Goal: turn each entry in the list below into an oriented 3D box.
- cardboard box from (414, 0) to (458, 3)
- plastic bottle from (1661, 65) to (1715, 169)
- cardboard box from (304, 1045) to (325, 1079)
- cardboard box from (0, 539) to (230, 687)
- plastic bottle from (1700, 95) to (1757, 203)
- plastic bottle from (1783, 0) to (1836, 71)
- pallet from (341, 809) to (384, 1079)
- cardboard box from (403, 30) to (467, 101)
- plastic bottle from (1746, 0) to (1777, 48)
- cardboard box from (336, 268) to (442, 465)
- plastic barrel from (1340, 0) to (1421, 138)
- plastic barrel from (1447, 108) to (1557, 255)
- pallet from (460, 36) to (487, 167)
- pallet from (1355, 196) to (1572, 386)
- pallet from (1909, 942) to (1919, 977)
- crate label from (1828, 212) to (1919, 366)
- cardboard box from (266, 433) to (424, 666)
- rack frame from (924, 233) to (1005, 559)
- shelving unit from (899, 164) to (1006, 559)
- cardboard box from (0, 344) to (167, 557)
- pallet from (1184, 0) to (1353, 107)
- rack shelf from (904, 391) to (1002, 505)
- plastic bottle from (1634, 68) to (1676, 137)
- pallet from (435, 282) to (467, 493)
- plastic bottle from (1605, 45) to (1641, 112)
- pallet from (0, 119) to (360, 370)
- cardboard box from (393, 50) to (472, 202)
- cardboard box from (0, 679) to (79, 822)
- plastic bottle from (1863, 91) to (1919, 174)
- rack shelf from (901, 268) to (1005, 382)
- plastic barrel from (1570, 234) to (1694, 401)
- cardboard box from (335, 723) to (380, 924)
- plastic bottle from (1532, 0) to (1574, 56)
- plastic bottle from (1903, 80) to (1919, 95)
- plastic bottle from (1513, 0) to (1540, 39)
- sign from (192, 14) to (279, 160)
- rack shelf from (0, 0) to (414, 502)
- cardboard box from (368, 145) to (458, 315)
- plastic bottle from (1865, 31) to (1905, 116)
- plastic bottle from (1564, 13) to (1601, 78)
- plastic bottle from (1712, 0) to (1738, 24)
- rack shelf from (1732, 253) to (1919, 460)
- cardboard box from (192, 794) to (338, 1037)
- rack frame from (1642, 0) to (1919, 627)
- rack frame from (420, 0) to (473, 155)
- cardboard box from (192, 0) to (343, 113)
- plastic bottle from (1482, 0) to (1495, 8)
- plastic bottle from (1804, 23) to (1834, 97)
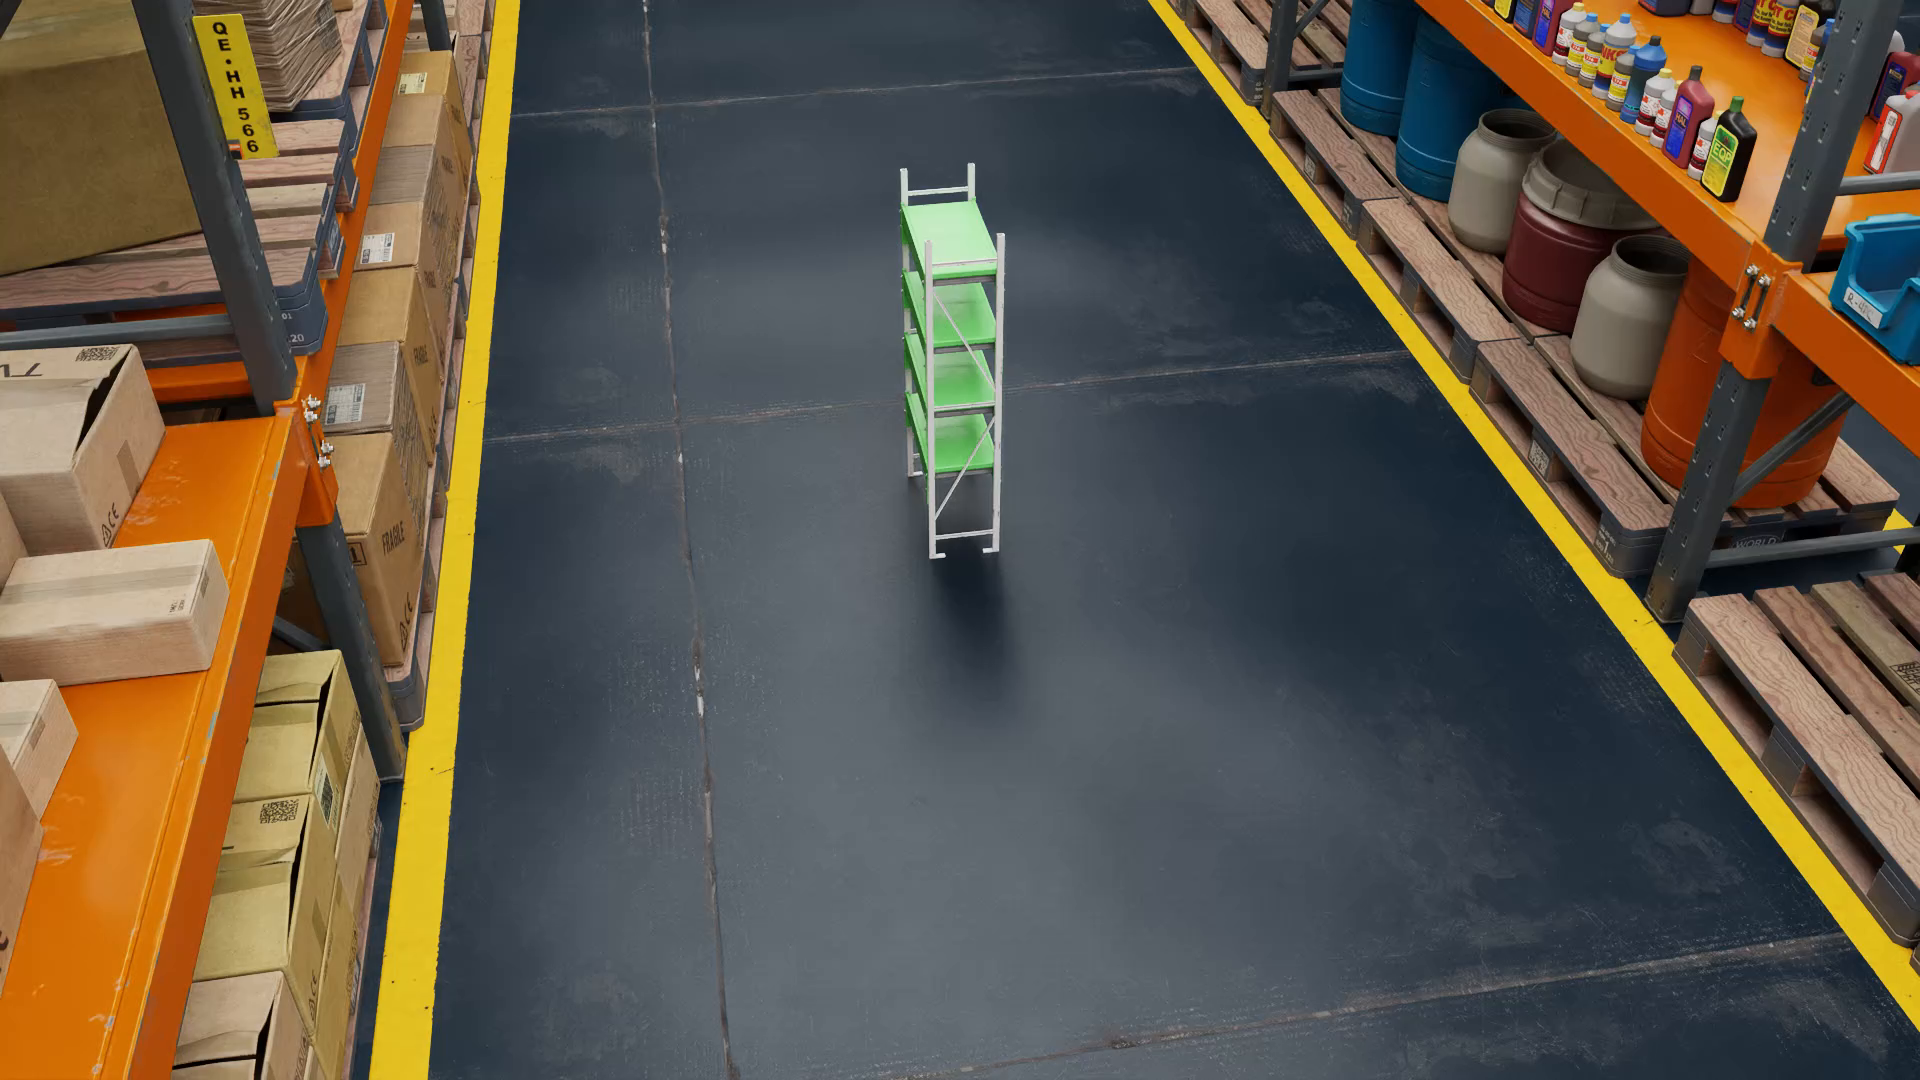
[{"bbox_3d":[-3.159,-3.203,9.105,0.797,0.503,0.637,-6,38,-8],"label":"cardboard box"},{"bbox_3d":[2.223,-1.288,5.058,0.061,0.283,0.133,-6,38,-8],"label":"plastic bottle"},{"bbox_3d":[-1.612,1.361,3.452,0.500,0.250,0.500,-5,38,-7],"label":"cardboard box"},{"bbox_3d":[-1.694,0.147,3.320,0.380,0.149,0.250,-6,38,-8],"label":"cardboard box"},{"bbox_3d":[2.263,-1.148,4.878,0.061,0.283,0.133,-6,38,-8],"label":"plastic bottle"},{"bbox_3d":[2.896,-1.751,5.653,0.061,0.283,0.133,-6,38,-8],"label":"plastic bottle"},{"bbox_3d":[-2.017,1.137,4.114,1.003,0.211,1.213,-6,38,-8],"label":"pallet"},{"bbox_3d":[-2.685,-2.270,8.060,0.500,0.311,0.500,-6,38,-8],"label":"cardboard box"},{"bbox_3d":[2.841,-1.872,5.820,0.097,0.271,0.097,0,38,0],"label":"plastic bottle"},{"bbox_3d":[-2.102,-0.577,5.726,0.500,0.500,0.500,-7,38,-9],"label":"cardboard box"},{"bbox_3d":[2.131,-2.419,7.786,0.600,0.901,0.708,-6,38,-8],"label":"plastic barrel"},{"bbox_3d":[2.266,-1.486,6.904,0.421,0.512,0.421,0,38,0],"label":"plastic barrel"},{"bbox_3d":[-2.944,-2.195,8.404,1.003,0.211,1.213,-6,38,-8],"label":"pallet"},{"bbox_3d":[2.364,-1.102,6.996,1.003,0.211,1.213,-6,38,-8],"label":"pallet"},{"bbox_3d":[3.062,1.313,3.888,1.003,0.211,1.213,-6,38,-8],"label":"pallet"},{"bbox_3d":[2.459,-0.635,4.259,0.303,0.233,0.416,-6,38,-8],"label":"crate label"},{"bbox_3d":[-1.922,0.042,4.929,0.500,0.500,0.500,-5,38,-6],"label":"cardboard box"},{"bbox_3d":[0.014,-0.426,5.321,0.240,1.200,0.015,-6,38,-8],"label":"rack frame"},{"bbox_3d":[-0.029,-0.574,5.511,0.258,1.200,0.503,-6,38,-8],"label":"shelving unit"},{"bbox_3d":[-2.103,-0.206,3.643,0.500,0.311,0.500,-4,38,-5],"label":"cardboard box"},{"bbox_3d":[1.886,-2.751,9.119,1.003,0.211,1.213,-6,38,-8],"label":"pallet"},{"bbox_3d":[-0.029,-0.334,5.697,0.258,0.148,0.480,-6,38,-8],"label":"rack shelf"},{"bbox_3d":[2.203,-1.386,5.251,0.097,0.201,0.097,0,38,0],"label":"plastic bottle"},{"bbox_3d":[-2.427,-0.554,6.292,1.003,0.211,1.213,-6,38,-8],"label":"pallet"},{"bbox_3d":[2.169,-1.503,5.402,0.097,0.201,0.097,0,38,0],"label":"plastic bottle"},{"bbox_3d":[-2.311,-0.791,4.480,1.213,0.211,1.003,-6,38,-8],"label":"pallet"},{"bbox_3d":[-2.456,-1.801,7.302,0.500,0.500,0.500,-6,38,-8],"label":"cardboard box"},{"bbox_3d":[-1.844,0.398,2.997,0.380,0.149,0.250,-4,38,-5],"label":"cardboard box"},{"bbox_3d":[2.847,-1.227,4.985,0.152,0.276,0.135,-6,38,-8],"label":"plastic bottle"},{"bbox_3d":[-0.029,-0.713,5.403,0.258,0.148,0.480,-6,38,-8],"label":"rack shelf"},{"bbox_3d":[2.464,-0.804,6.026,0.421,0.512,0.421,0,38,0],"label":"plastic barrel"},{"bbox_3d":[-1.791,0.746,4.243,0.500,0.250,0.500,-5,38,-7],"label":"cardboard box"},{"bbox_3d":[2.063,-1.839,5.767,0.061,0.283,0.133,-6,38,-8],"label":"plastic bottle"},{"bbox_3d":[2.986,-1.345,5.199,0.097,0.201,0.097,0,38,0],"label":"plastic bottle"},{"bbox_3d":[2.076,-1.966,5.876,0.144,0.351,0.185,-6,38,-8],"label":"plastic bottle"},{"bbox_3d":[-1.577,-0.984,3.628,0.100,0.325,0.005,-6,38,-8],"label":"sign"},{"bbox_3d":[-2.474,-1.389,5.680,1.077,0.370,4.000,-6,38,-8],"label":"rack shelf"},{"bbox_3d":[-2.290,-1.198,6.526,0.500,0.500,0.500,-6,38,-7],"label":"cardboard box"},{"bbox_3d":[2.915,-1.522,5.366,0.152,0.276,0.135,-6,38,-8],"label":"plastic bottle"},{"bbox_3d":[2.118,-1.680,5.629,0.097,0.201,0.097,0,38,0],"label":"plastic bottle"},{"bbox_3d":[2.801,-2.012,5.999,0.097,0.271,0.097,0,38,0],"label":"plastic bottle"},{"bbox_3d":[3.105,0.496,3.253,1.077,0.370,4.000,-6,38,-8],"label":"rack shelf"},{"bbox_3d":[-1.691,0.836,3.670,0.500,0.311,0.500,-7,38,-9],"label":"cardboard box"},{"bbox_3d":[2.754,-0.996,4.587,1.000,3.000,0.127,-6,38,-8],"label":"rack frame"},{"bbox_3d":[-2.825,-2.881,7.014,1.000,3.000,0.127,-6,38,-8],"label":"rack frame"},{"bbox_3d":[-2.317,-1.612,4.956,0.700,0.500,0.500,0,38,1],"label":"cardboard box"},{"bbox_3d":[2.020,-2.158,6.123,0.144,0.351,0.185,-6,38,-8],"label":"plastic bottle"},{"bbox_3d":[2.862,-1.587,5.453,0.097,0.271,0.097,0,38,0],"label":"plastic bottle"}]
